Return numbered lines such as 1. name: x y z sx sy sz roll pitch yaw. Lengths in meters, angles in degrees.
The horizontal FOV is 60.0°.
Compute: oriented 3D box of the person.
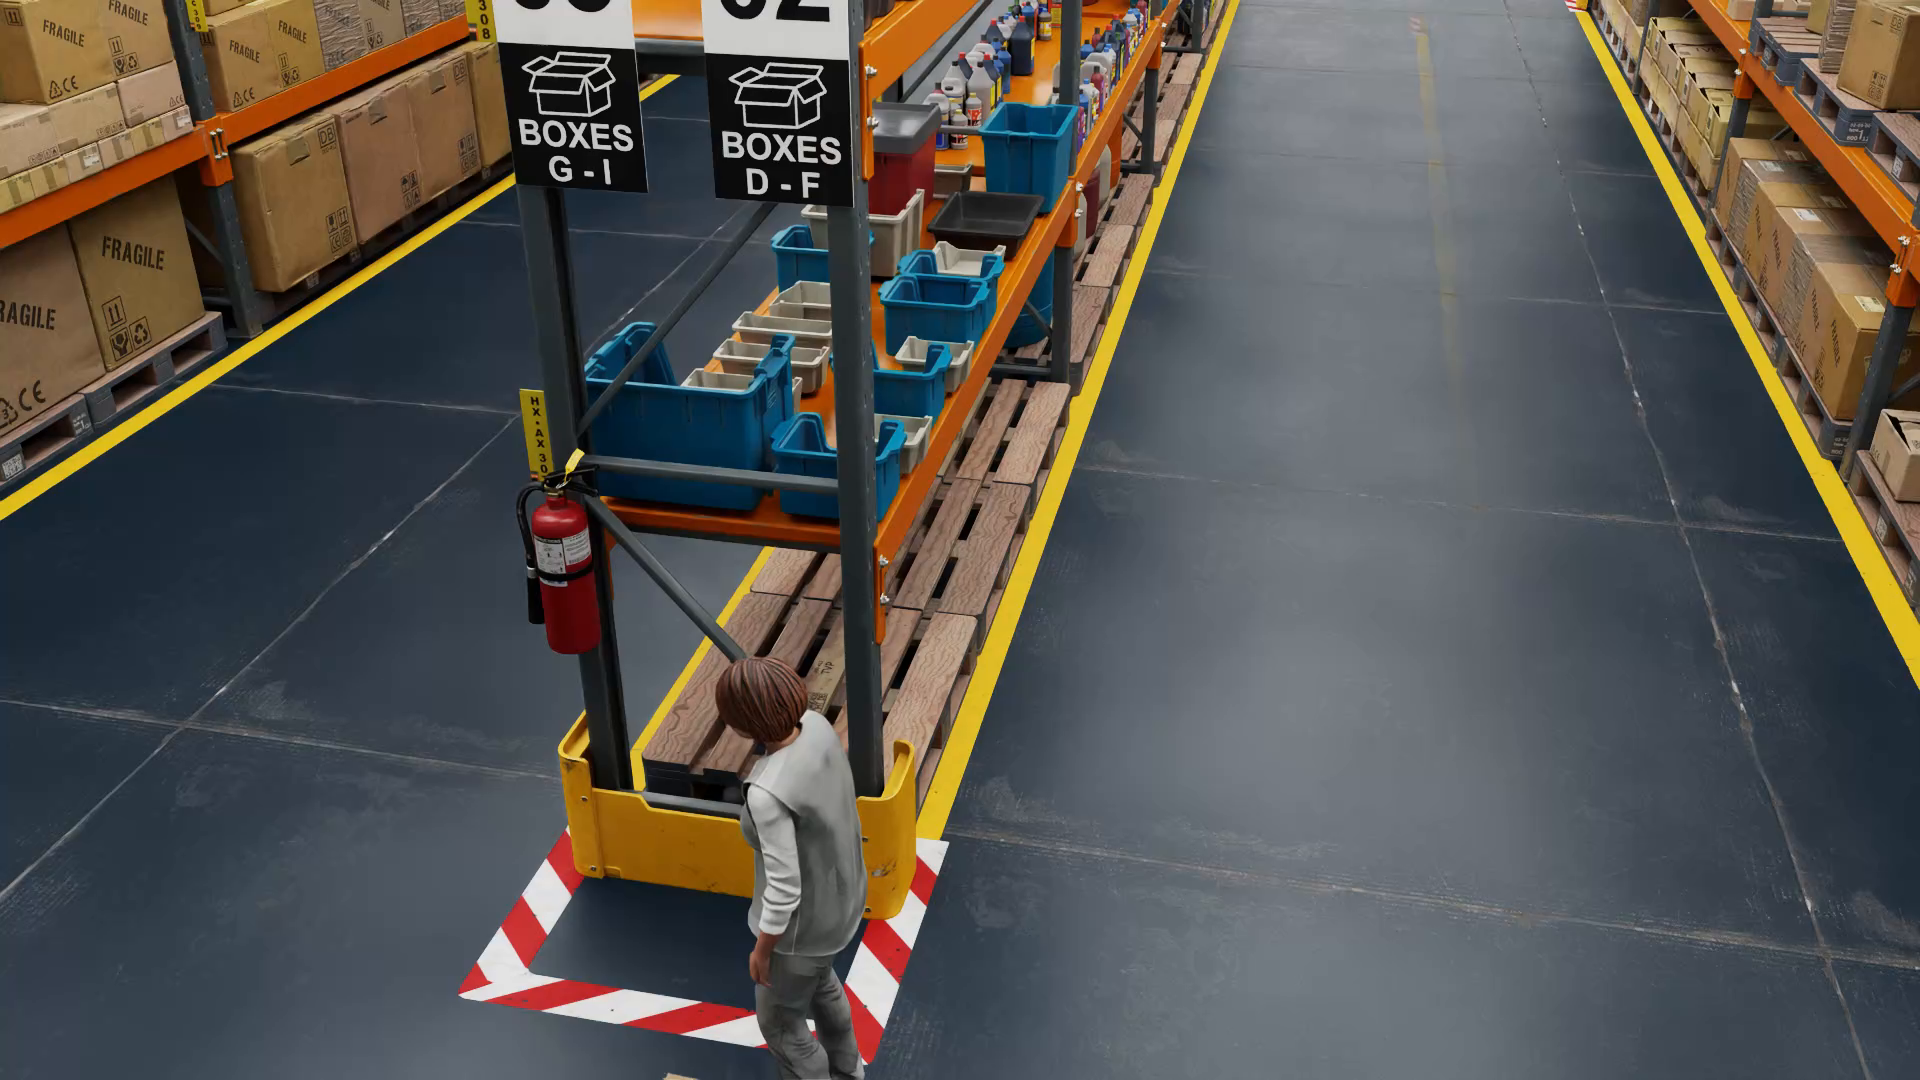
1. person: -0.432 0.992 4.418 0.324 1.581 0.463 8 30 14
